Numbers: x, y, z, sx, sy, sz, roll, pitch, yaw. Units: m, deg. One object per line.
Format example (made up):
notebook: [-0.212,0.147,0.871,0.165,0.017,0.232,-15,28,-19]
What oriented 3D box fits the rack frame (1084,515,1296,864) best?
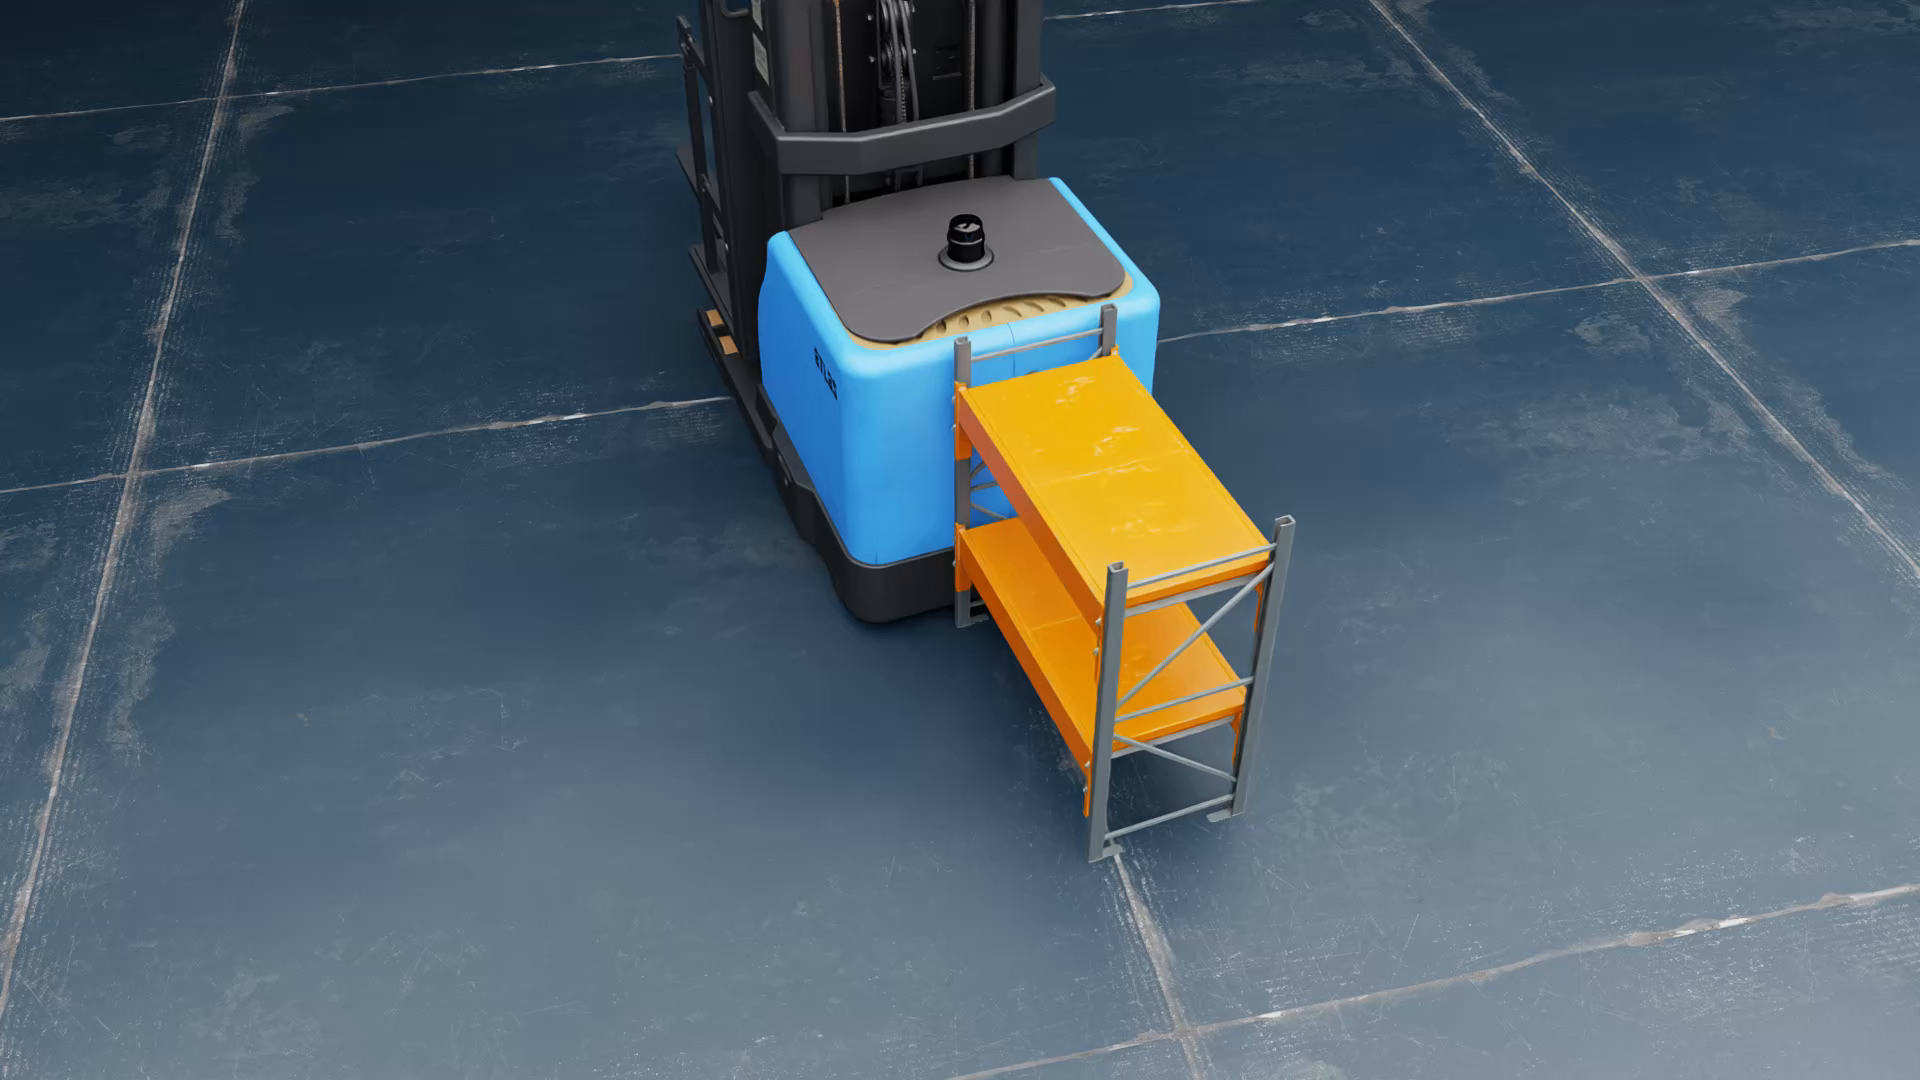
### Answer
rack frame: [0.592,0.428,4.420,0.500,1.125,0.032,-15,44,-16]

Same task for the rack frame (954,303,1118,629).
rack frame: [0.220,-0.200,5.128,0.500,1.125,0.032,-15,44,-16]

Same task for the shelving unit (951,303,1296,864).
shelving unit: [0.406,0.114,4.774,0.538,1.125,1.048,-15,44,-16]

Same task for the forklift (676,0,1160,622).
forklift: [-0.390,-1.818,5.591,1.130,2.935,3.031,-15,44,-16]

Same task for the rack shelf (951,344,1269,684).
rack shelf: [0.406,-0.105,4.580,0.538,0.278,1.000,-15,44,-16]

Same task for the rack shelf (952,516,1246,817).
rack shelf: [0.406,0.297,4.936,0.538,0.278,1.000,-15,44,-16]
